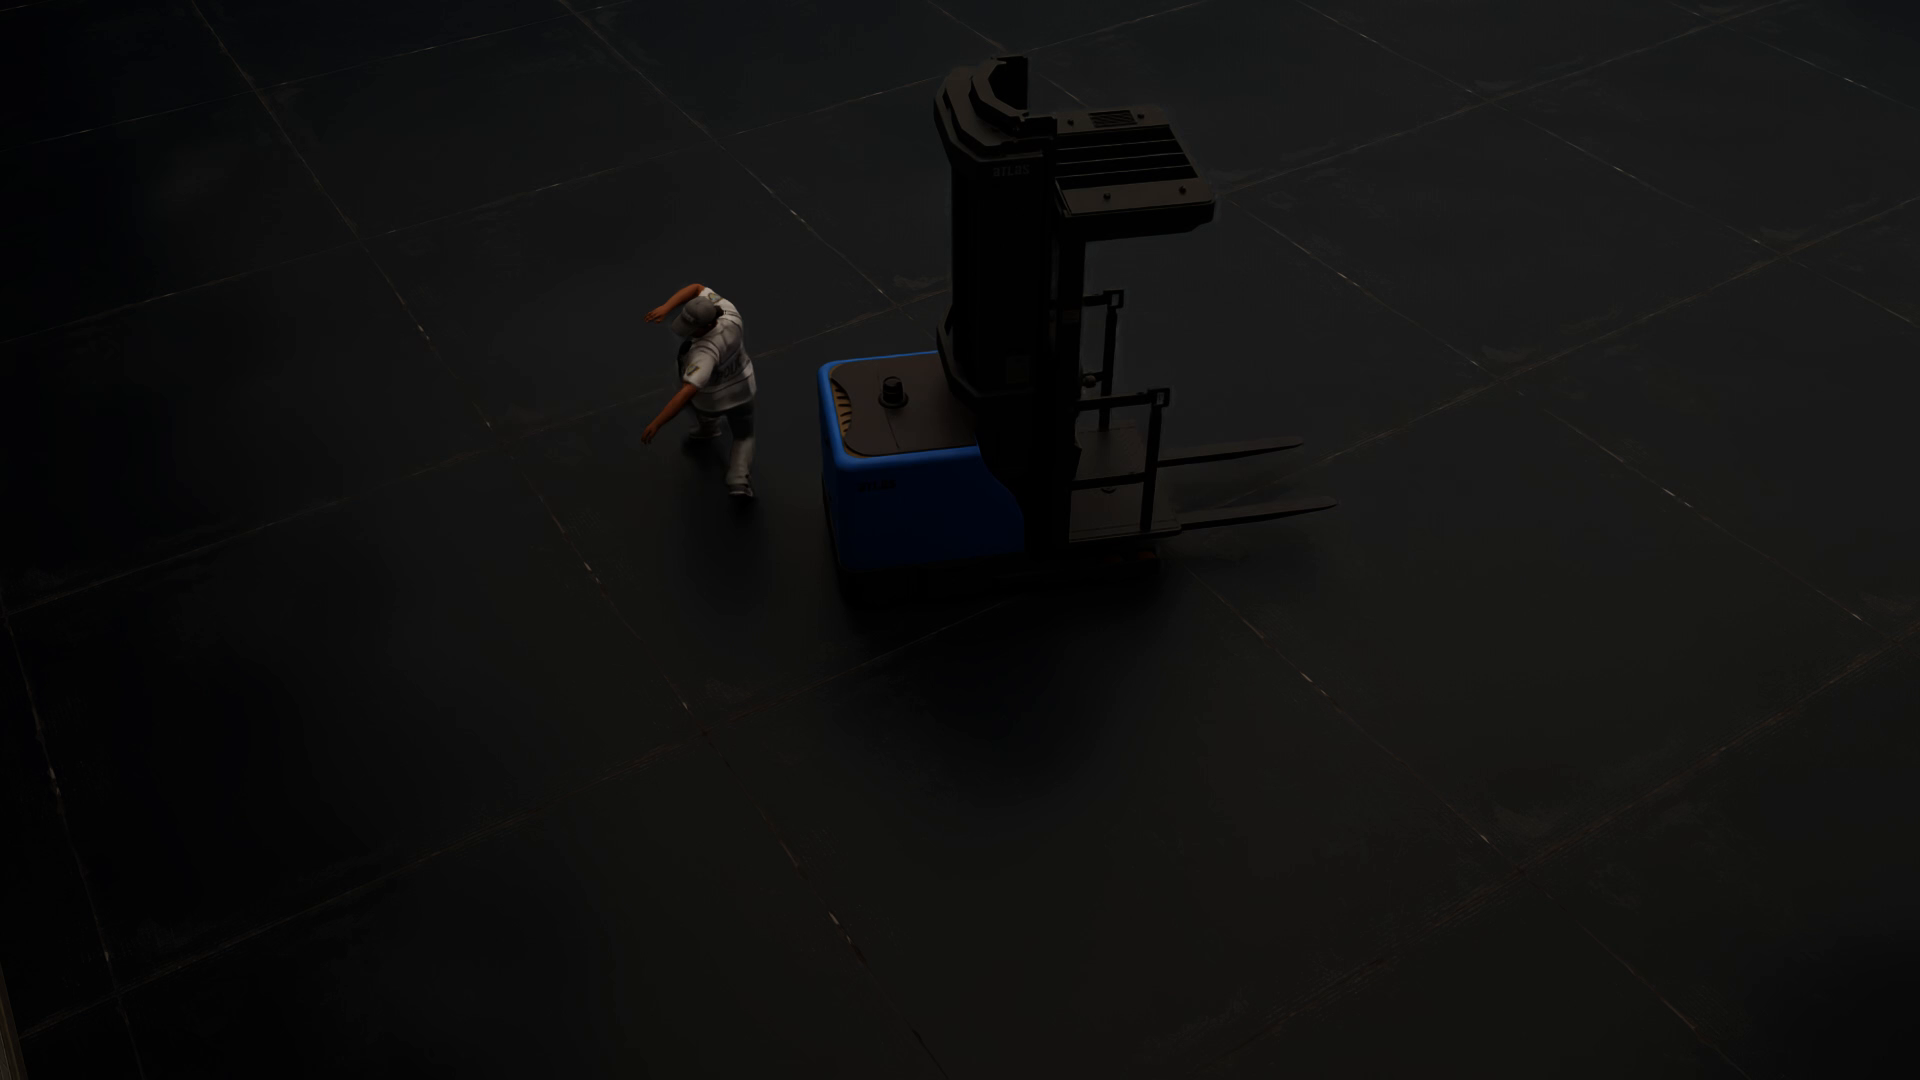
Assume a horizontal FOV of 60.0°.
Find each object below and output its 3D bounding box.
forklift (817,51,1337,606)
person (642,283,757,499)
[{"bbox_3d":[0.724,-1.190,9.232,3.031,2.935,1.130,-7,42,-8],"label":"forklift"},{"bbox_3d":[-1.650,-0.901,10.091,0.857,1.383,0.946,-21,45,-22],"label":"person"}]
